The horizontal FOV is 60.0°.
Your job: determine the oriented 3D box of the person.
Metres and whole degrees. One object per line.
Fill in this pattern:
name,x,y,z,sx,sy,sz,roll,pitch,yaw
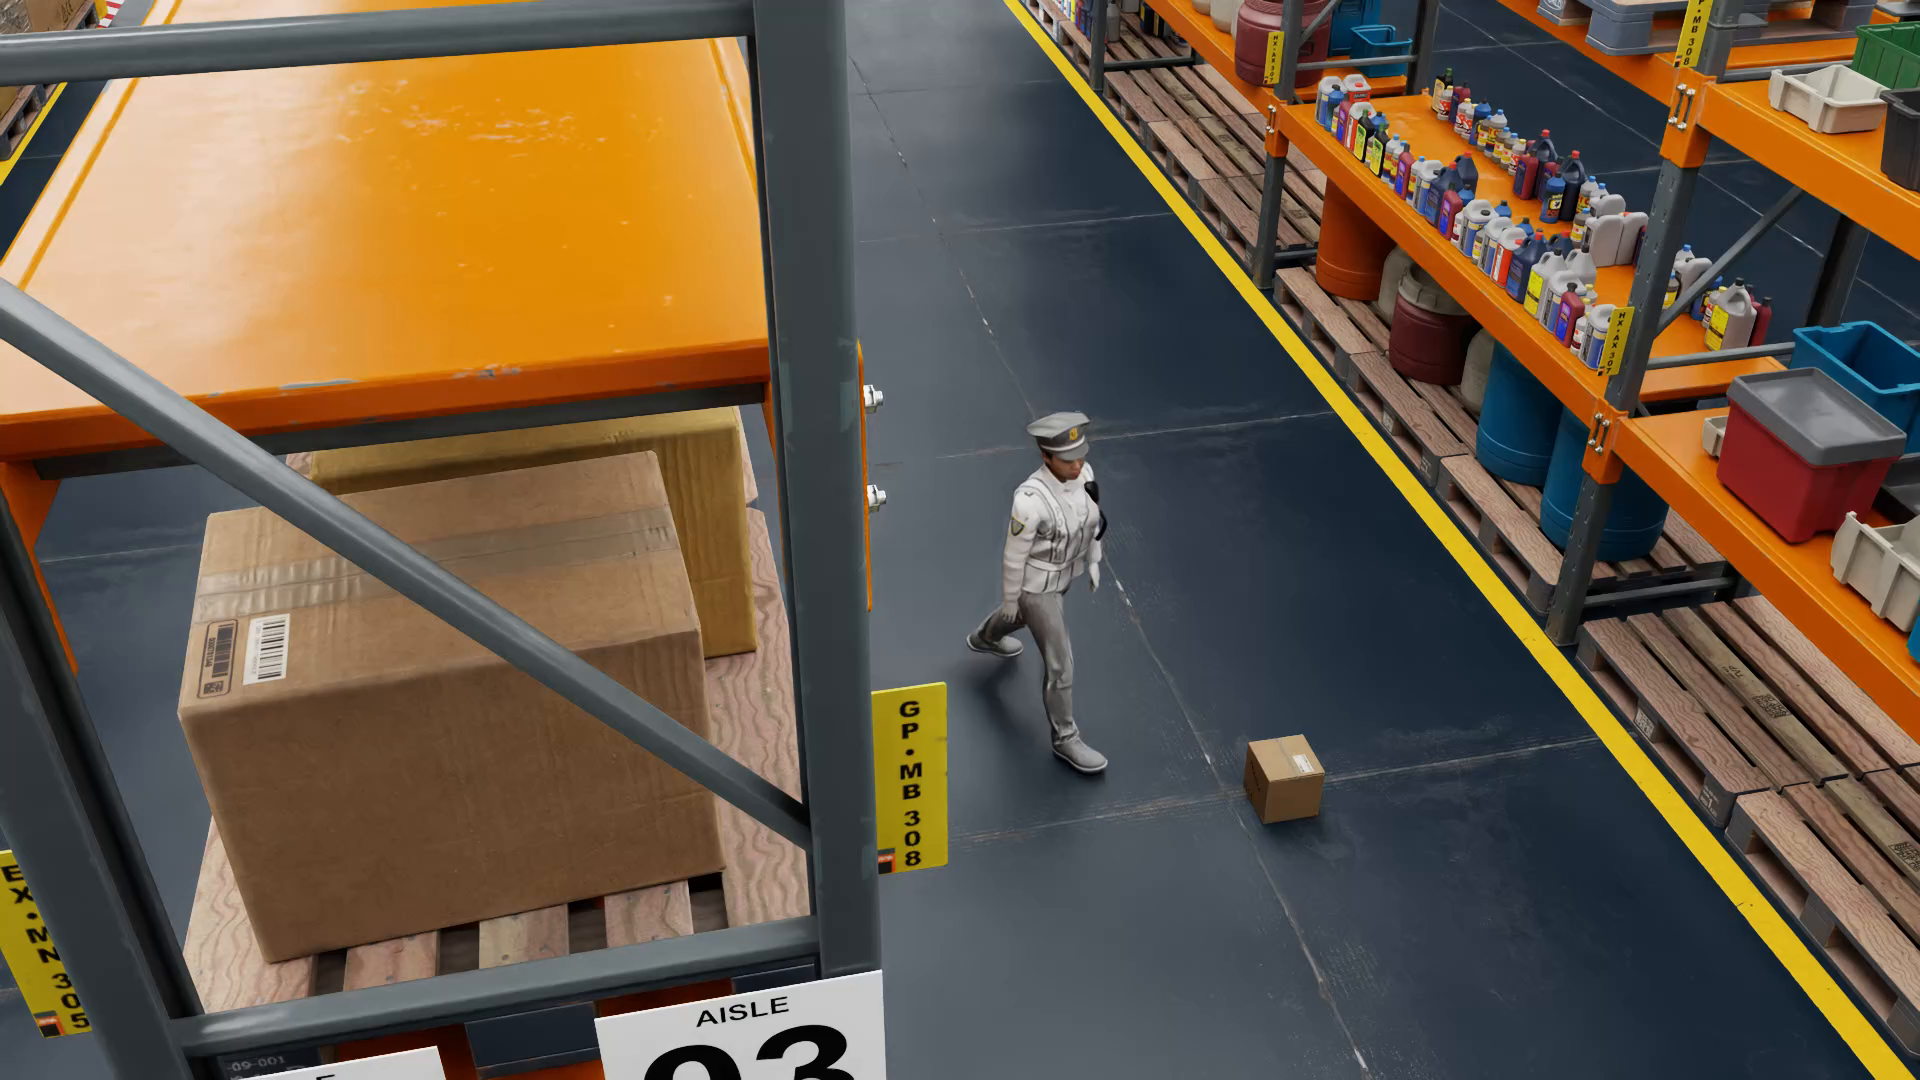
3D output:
person,0.365,0.106,7.194,0.943,1.639,0.581,21,40,27
